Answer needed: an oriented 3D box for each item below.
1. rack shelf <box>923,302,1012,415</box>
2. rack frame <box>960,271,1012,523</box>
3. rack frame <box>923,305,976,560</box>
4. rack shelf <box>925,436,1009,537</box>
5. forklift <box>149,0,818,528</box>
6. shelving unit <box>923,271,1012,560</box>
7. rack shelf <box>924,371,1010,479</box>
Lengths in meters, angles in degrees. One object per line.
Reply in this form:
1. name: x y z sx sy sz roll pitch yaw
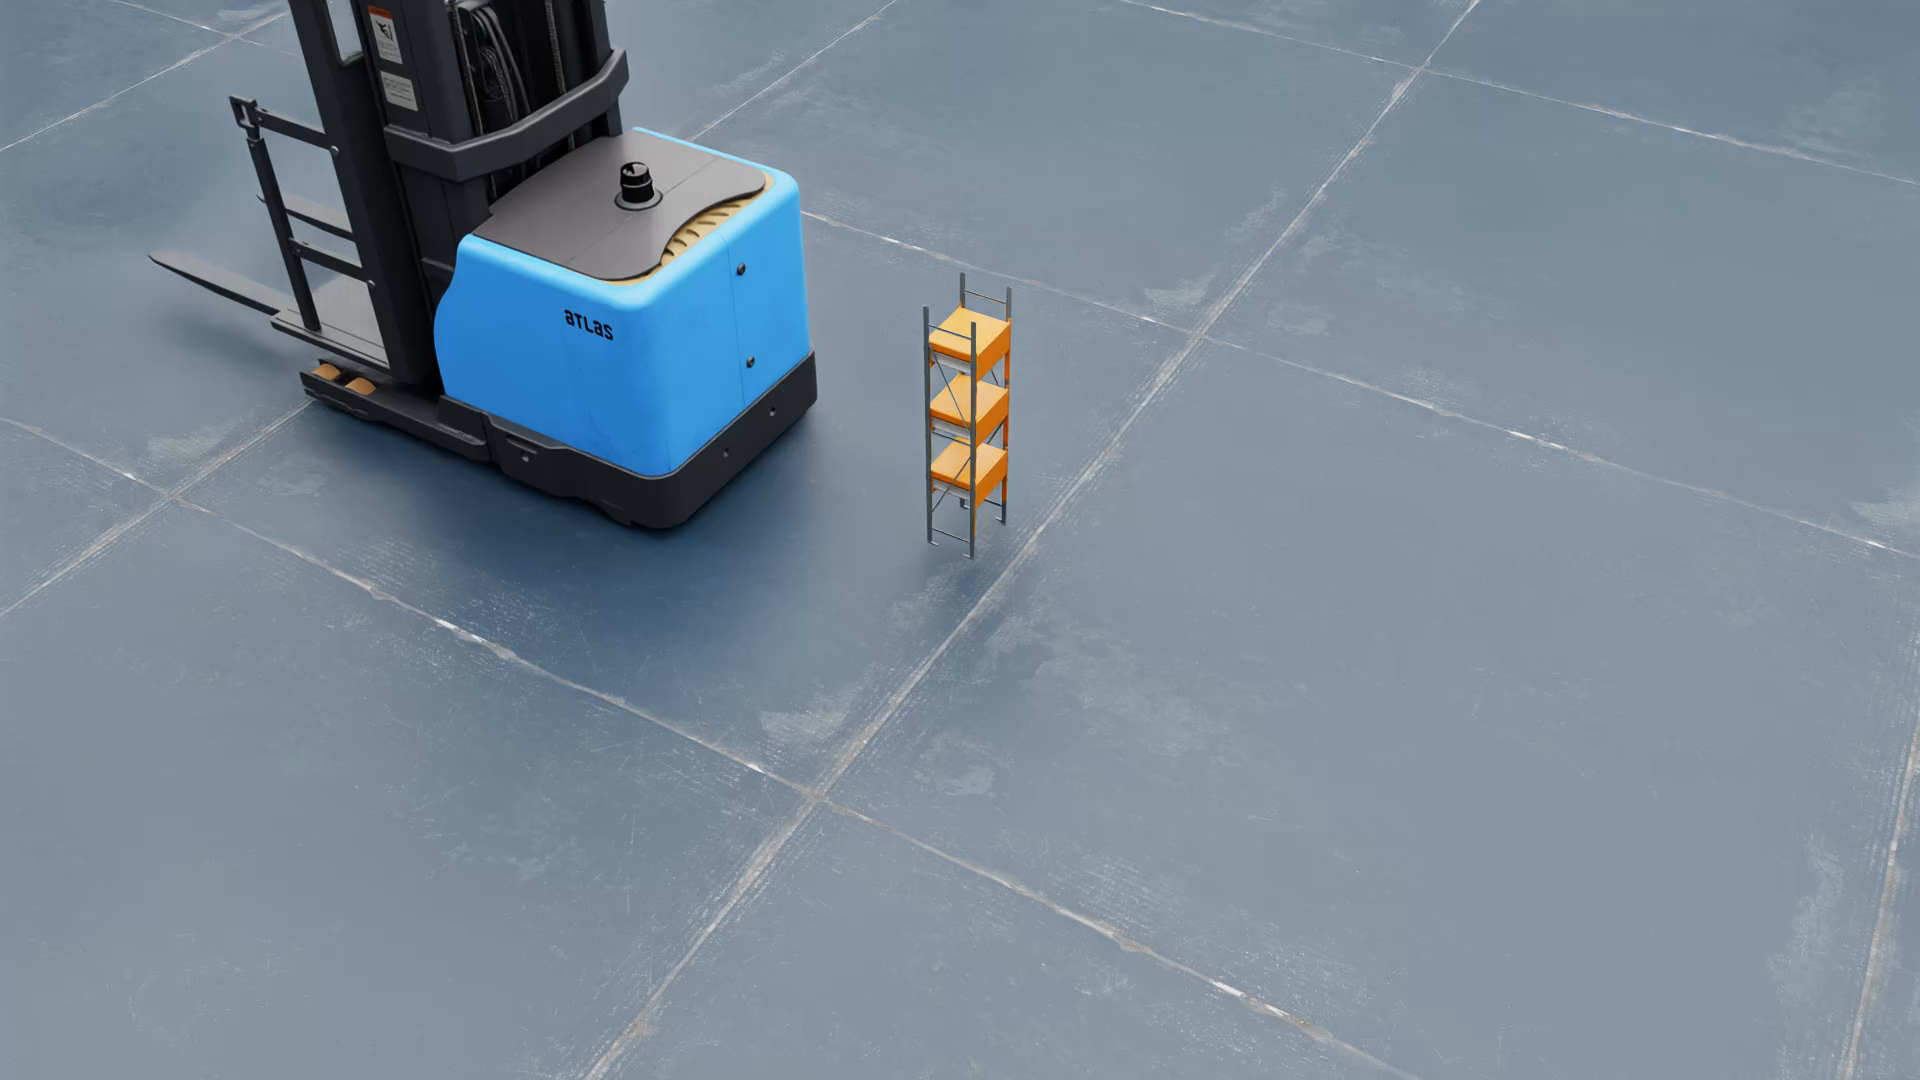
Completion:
1. rack shelf: 0.027 -0.630 5.757 0.215 0.259 0.240 21 45 22
2. rack frame: 0.088 -0.494 6.017 0.200 1.050 0.008 21 45 22
3. rack frame: -0.034 -0.355 5.859 0.200 1.050 0.008 21 45 22
4. rack shelf: 0.027 -0.208 6.128 0.215 0.259 0.240 21 45 22
5. forklift: -2.113 -1.871 6.157 3.031 2.935 1.130 21 46 23
6. shelving unit: 0.027 -0.425 5.938 0.215 1.050 0.252 21 45 22
7. rack shelf: 0.027 -0.417 5.945 0.215 0.259 0.240 21 45 22
